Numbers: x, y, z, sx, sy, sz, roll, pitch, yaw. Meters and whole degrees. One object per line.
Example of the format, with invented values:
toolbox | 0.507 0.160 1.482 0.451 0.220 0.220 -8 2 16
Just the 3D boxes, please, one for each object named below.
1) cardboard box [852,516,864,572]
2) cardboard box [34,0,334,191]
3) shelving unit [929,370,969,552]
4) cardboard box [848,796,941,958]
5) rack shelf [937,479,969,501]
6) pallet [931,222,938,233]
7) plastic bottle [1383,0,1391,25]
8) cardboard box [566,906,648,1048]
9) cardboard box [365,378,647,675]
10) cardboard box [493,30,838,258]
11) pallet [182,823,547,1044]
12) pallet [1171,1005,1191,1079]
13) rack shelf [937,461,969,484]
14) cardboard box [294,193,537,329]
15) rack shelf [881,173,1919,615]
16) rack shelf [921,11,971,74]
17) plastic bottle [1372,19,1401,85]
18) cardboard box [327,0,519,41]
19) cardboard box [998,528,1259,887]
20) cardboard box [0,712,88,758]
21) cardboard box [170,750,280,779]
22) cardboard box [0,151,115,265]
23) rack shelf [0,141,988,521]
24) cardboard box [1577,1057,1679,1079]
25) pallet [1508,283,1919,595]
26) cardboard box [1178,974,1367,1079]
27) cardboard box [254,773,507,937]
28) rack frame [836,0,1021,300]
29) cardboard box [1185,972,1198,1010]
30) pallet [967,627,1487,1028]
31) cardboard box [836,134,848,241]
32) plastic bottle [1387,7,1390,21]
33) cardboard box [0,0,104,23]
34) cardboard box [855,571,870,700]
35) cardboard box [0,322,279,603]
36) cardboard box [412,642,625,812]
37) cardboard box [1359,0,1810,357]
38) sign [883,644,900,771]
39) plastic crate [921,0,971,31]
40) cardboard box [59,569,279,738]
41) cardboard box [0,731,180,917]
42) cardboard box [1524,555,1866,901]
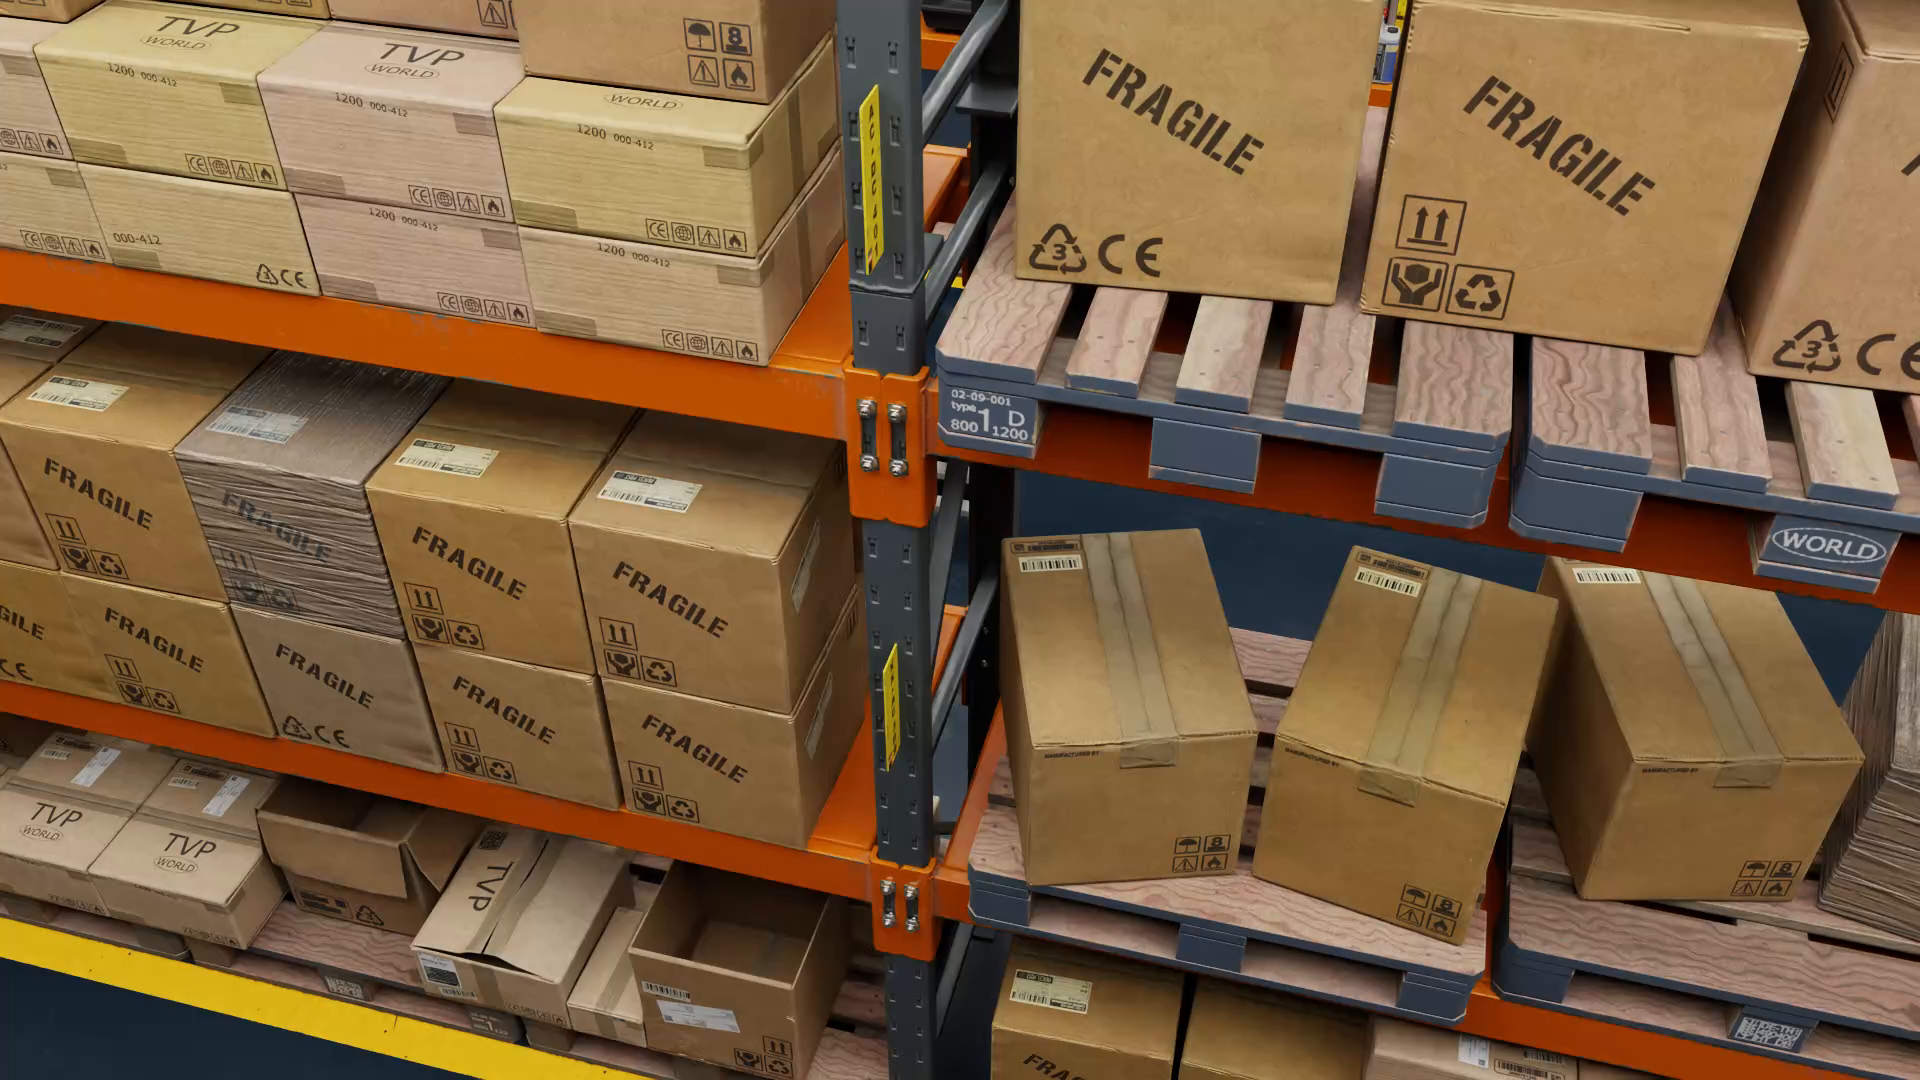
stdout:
cardboard box | -0.404 -0.298 4.418 0.500 0.500 0.500 11 41 13
cardboard box | -1.526 -0.989 3.490 0.500 0.250 0.500 10 41 11
shelving unit | -0.008 -0.346 6.962 0.210 0.900 0.258 10 41 11
cardboard box | -0.371 1.033 5.436 0.500 0.311 0.500 10 41 11
rack shelf | -0.008 -0.252 7.042 0.200 0.077 0.258 10 41 11
pallet | -0.640 -1.933 9.387 1.213 0.211 1.003 10 41 11
plastic bottle | 2.066 -2.619 8.190 0.097 0.201 0.097 0 40 0
cardboard box | -1.023 1.356 5.178 0.250 0.149 0.380 10 41 11
cardboard box | -1.072 -0.052 4.124 0.500 0.500 0.500 9 41 11
cardboard box | -0.561 -0.819 3.288 0.500 0.250 0.500 10 41 11
pallet | -1.867 1.128 5.744 1.213 0.211 1.003 10 41 11
pallet | 0.774 1.556 5.234 1.213 0.211 1.003 10 41 11
rack shelf | -0.008 -0.320 6.984 0.200 0.077 0.258 10 41 11
cardboard box | -1.040 -0.721 3.560 0.500 0.250 0.500 10 41 11
rack shelf | 1.911 -0.165 3.341 4.000 0.370 1.077 10 41 11
rack shelf | -0.669 -2.758 8.761 4.000 0.370 1.077 10 41 11
plastic bottle | 1.965 -2.279 7.728 0.135 0.276 0.152 10 41 11
cardboard box | -0.947 -1.422 3.423 0.500 0.500 0.700 10 41 11
cardboard box | 0.379 0.395 4.044 0.500 0.500 0.700 -3 40 -3
cardboard box | -3.296 0.437 5.999 0.500 0.500 0.500 10 41 11
cardboard box | -2.386 0.709 5.869 0.500 0.250 0.500 10 41 11
cardboard box | -2.007 -0.884 3.755 0.500 0.250 0.500 10 41 11
rack shelf | -1.953 -0.830 4.133 4.000 0.370 1.077 10 41 11
cardboard box | 1.834 1.359 4.318 0.500 0.250 0.500 9 41 11
pallet | 1.593 -0.378 3.182 1.003 0.211 1.213 10 41 11
cardboard box | 0.901 1.478 4.759 0.500 0.500 0.500 10 41 12
cardboard box | -1.837 0.854 5.499 0.637 0.503 0.797 10 41 11
rack frame | -0.021 -1.921 2.541 0.127 3.000 1.000 10 41 11
cardboard box | 1.005 1.156 5.143 0.500 0.500 0.500 10 41 12
pallet | 0.723 0.650 4.293 1.213 0.211 1.003 10 41 11
cardboard box | -0.427 -0.950 3.833 0.500 0.250 0.500 10 41 11
plastic bottle | 2.080 -2.728 8.262 0.135 0.276 0.152 10 41 11
cardboard box | -1.954 -1.490 3.504 0.500 0.500 0.700 10 41 11
cardboard box | -0.443 0.084 4.740 0.500 0.500 0.500 11 41 13
cardboard box | -2.045 -0.220 4.325 0.500 0.500 0.500 9 41 11
cardboard box | -1.069 0.329 4.448 0.500 0.500 0.500 11 41 13
cardboard box | 1.098 -0.784 3.036 0.600 0.600 0.600 9 41 11
sign | -0.154 0.383 3.789 0.005 0.325 0.100 10 41 11
plastic crate | 0.112 -2.638 8.225 0.590 0.125 0.437 10 41 11
cardboard box | -2.058 0.162 4.647 0.500 0.500 0.500 10 41 12
cardboard box | -2.950 0.945 5.588 0.500 0.250 0.500 10 41 11
cardboard box | 1.702 0.432 3.999 0.500 0.500 0.700 0 40 0
